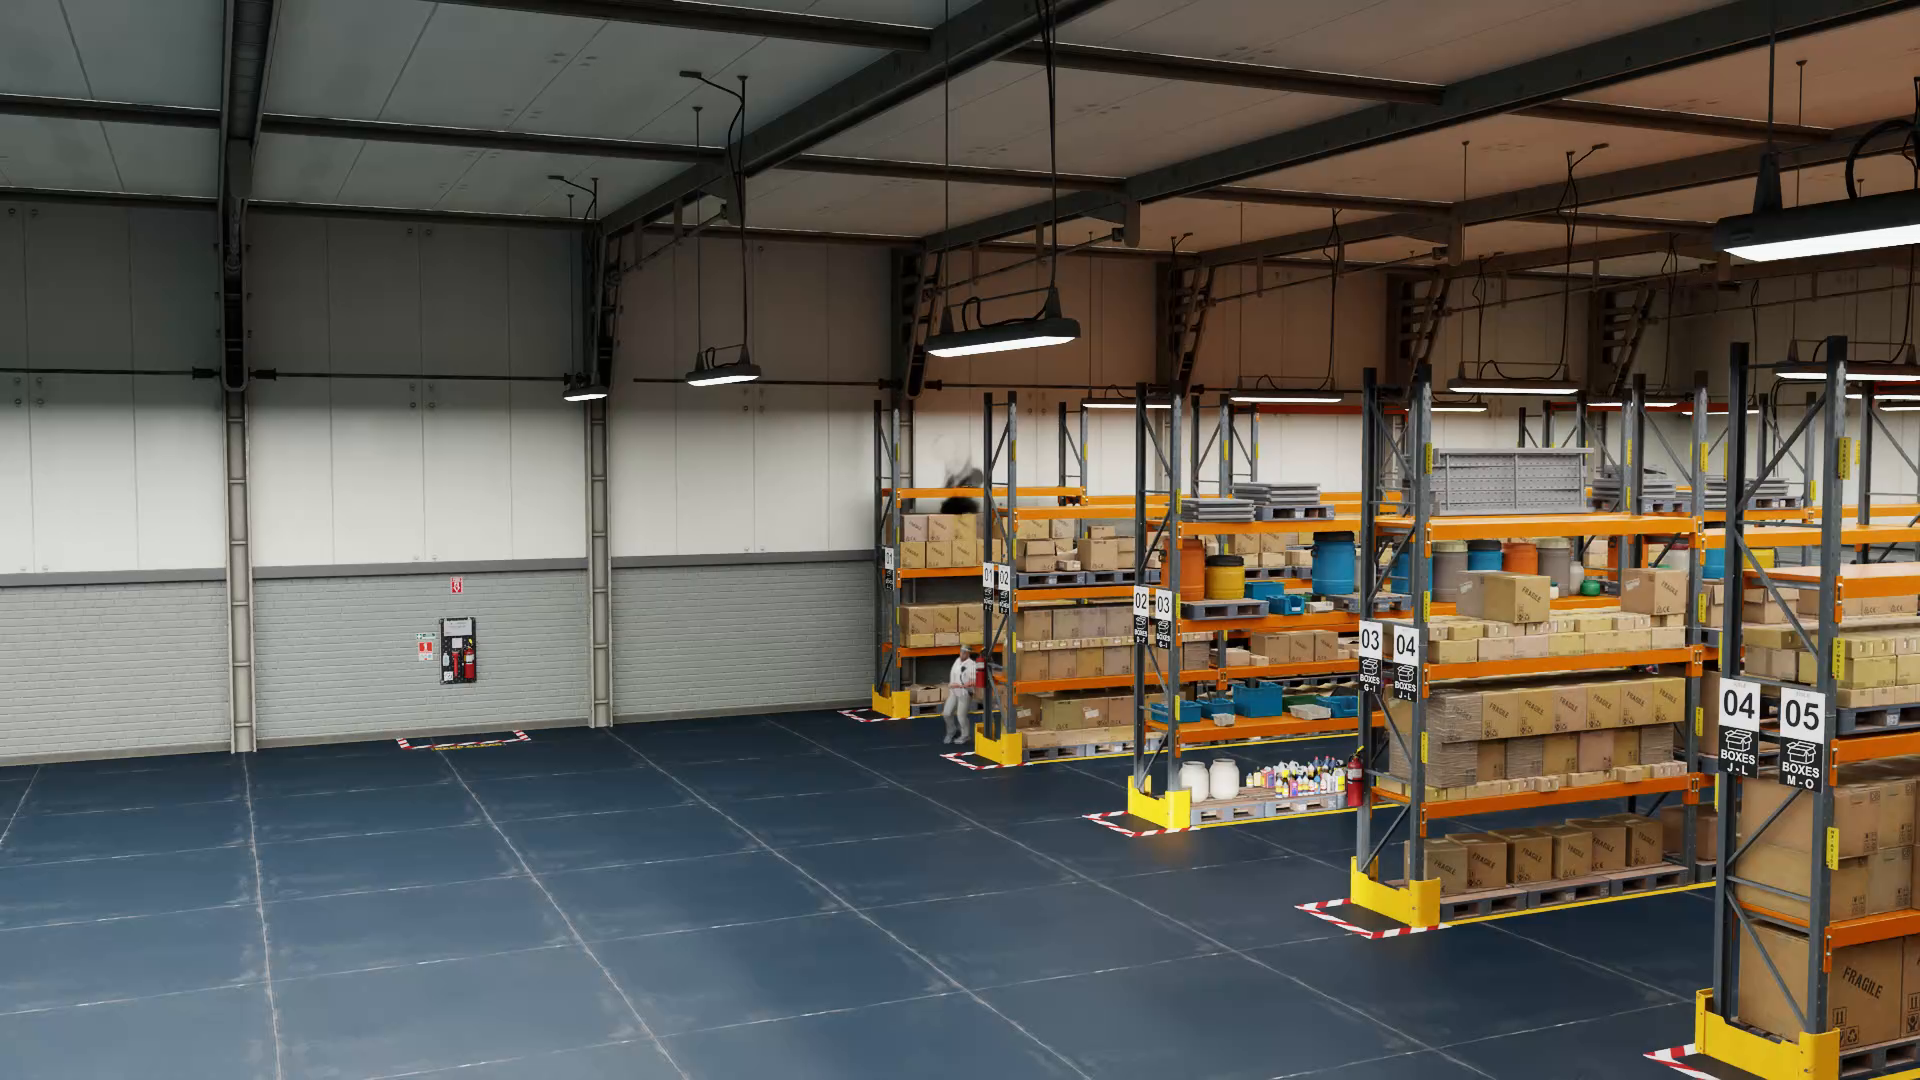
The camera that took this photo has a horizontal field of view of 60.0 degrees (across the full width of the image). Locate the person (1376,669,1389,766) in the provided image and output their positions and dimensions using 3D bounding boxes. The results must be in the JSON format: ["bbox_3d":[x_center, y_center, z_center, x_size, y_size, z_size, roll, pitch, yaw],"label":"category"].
[{"bbox_3d":[6.709,2.848,26.598,0.688,1.520,0.598,-1,4,-23],"label":"person"}]

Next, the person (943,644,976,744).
[{"bbox_3d":[0.019,2.650,28.469,0.682,1.784,0.642,3,4,39],"label":"person"}]
